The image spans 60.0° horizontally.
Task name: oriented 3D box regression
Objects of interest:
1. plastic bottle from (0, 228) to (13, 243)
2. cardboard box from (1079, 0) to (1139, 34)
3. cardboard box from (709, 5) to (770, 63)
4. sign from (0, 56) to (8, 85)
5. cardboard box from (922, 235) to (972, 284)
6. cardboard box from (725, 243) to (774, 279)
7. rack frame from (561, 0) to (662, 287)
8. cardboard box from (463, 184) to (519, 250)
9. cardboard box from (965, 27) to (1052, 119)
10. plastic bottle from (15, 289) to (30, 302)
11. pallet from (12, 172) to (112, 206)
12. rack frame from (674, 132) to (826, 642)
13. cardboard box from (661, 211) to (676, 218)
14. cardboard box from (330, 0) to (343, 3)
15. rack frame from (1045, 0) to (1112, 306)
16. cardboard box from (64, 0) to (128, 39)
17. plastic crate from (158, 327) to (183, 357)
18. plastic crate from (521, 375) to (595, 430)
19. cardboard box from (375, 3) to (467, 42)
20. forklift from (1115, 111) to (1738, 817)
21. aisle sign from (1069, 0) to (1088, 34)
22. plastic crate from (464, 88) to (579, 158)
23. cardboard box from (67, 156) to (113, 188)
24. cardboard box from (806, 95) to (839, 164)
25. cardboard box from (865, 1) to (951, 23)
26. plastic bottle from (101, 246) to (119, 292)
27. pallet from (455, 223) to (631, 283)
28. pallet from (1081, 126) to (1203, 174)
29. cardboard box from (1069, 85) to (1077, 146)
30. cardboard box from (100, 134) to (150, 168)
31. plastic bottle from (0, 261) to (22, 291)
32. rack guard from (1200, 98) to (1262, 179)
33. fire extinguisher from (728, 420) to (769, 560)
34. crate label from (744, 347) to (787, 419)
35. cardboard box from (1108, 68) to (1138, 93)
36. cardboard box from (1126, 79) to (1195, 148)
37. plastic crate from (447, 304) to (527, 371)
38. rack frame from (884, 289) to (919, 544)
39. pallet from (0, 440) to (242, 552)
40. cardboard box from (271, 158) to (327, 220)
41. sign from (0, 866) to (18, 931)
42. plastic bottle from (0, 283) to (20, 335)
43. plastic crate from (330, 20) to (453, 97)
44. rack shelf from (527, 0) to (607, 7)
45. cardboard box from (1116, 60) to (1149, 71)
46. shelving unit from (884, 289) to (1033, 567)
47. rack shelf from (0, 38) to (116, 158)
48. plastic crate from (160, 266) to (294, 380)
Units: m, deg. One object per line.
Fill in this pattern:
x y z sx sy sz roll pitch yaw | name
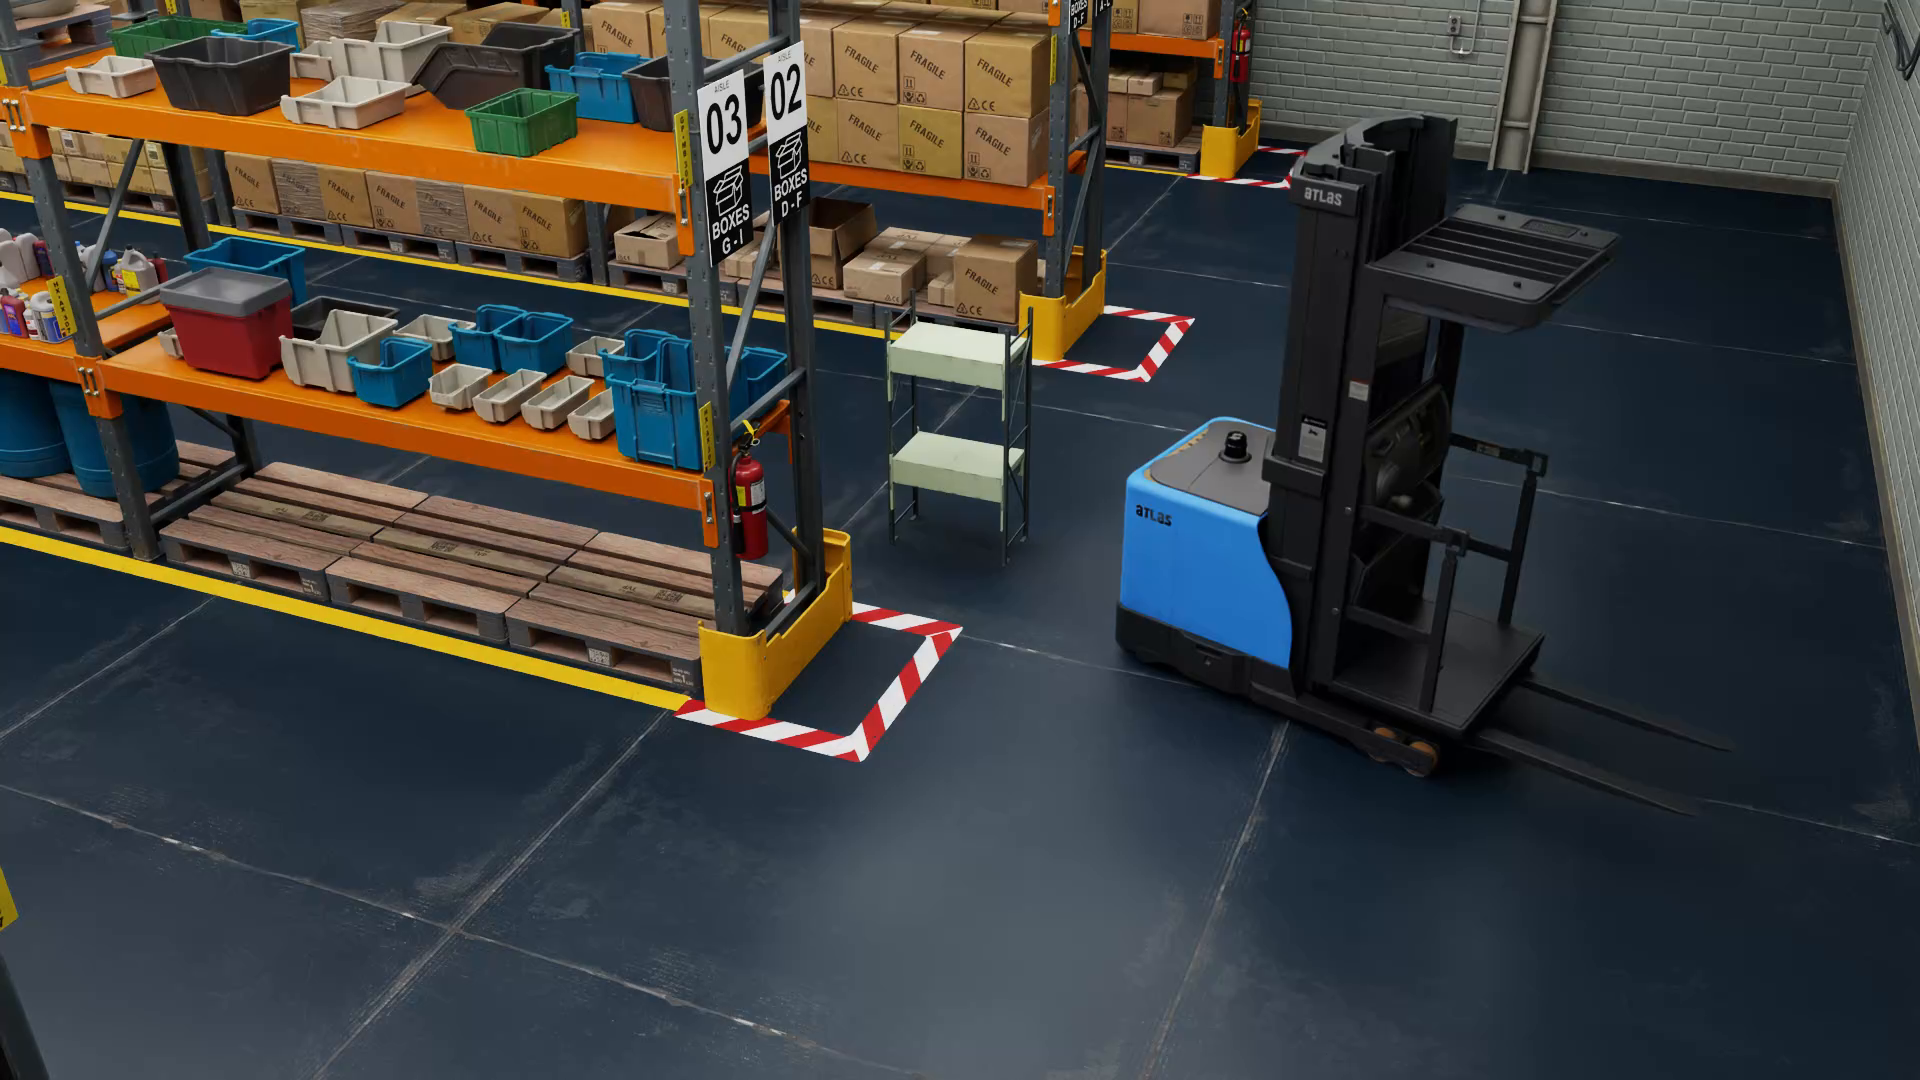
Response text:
-6.057 -1.825 10.468 0.135 0.276 0.152 11 31 19 | plastic bottle
1.578 -5.533 16.596 0.700 0.700 0.980 11 31 19 | cardboard box
-1.547 -3.736 12.605 0.500 0.500 0.500 10 31 18 | cardboard box
-4.907 -2.465 8.416 0.005 0.325 0.100 11 31 19 | sign
0.013 -2.240 13.424 0.500 0.250 0.500 11 31 19 | cardboard box
-1.720 -2.290 13.596 0.250 0.166 0.380 11 31 19 | cardboard box
-2.833 -3.663 13.594 0.127 3.000 1.000 11 31 19 | rack frame
-3.853 -2.823 14.200 0.500 0.500 0.500 11 31 19 | cardboard box
0.358 -3.359 11.938 0.500 0.500 0.500 11 31 19 | cardboard box
-5.494 -1.372 9.743 0.097 0.201 0.097 0 29 0 | plastic bottle
-8.414 -3.586 16.291 1.213 0.211 1.003 11 31 19 | pallet
-0.992 -0.666 8.290 0.127 3.000 1.000 11 31 19 | rack frame
-2.198 -2.791 14.143 0.500 0.500 0.500 11 31 19 | cardboard box
-7.289 -6.624 20.163 0.500 0.250 0.500 11 31 18 | cardboard box
0.874 -2.923 12.285 0.127 3.000 1.000 11 31 19 | rack frame
-8.100 -4.750 15.415 0.500 0.500 0.500 10 31 16 | cardboard box
-4.321 -1.166 9.382 0.243 0.136 0.396 11 31 19 | plastic crate
-2.079 -0.705 8.568 0.243 0.136 0.396 11 31 19 | plastic crate
-4.493 -4.188 13.995 0.500 0.500 0.700 4 30 6 | cardboard box
2.323 -0.418 7.921 3.031 2.935 1.130 21 35 32 | forklift
0.822 -3.903 11.376 0.004 0.787 0.394 11 31 19 | aisle sign
-2.013 -1.931 7.697 0.336 0.188 0.450 11 31 19 | plastic crate
-8.062 -3.563 15.785 0.500 0.250 0.500 12 32 20 | cardboard box
-1.053 -3.208 12.687 0.500 0.500 0.500 11 31 18 | cardboard box
-0.387 -3.793 12.705 0.500 0.500 0.500 12 32 20 | cardboard box
-5.206 -1.668 10.194 0.097 0.271 0.097 0 29 0 | plastic bottle
-3.601 -2.583 14.516 1.213 0.211 1.003 11 31 19 | pallet
1.962 -4.081 17.167 1.213 0.211 1.003 11 31 19 | pallet
0.562 -3.169 12.618 0.500 0.500 0.500 12 32 20 | cardboard box
-7.601 -3.711 15.476 0.500 0.311 0.500 11 31 18 | cardboard box
-5.619 -1.471 9.765 0.185 0.351 0.144 11 31 19 | plastic bottle
2.755 -4.090 16.890 0.348 0.500 1.175 11 31 19 | rack guard
-1.023 -0.234 7.985 0.183 0.674 0.296 11 31 19 | fire extinguisher
-1.097 -0.815 8.663 0.303 0.233 0.416 11 31 19 | crate label
1.622 -4.631 16.761 0.250 0.149 0.380 12 32 20 | cardboard box
2.047 -4.361 16.942 0.500 0.500 0.700 11 31 19 | cardboard box
-2.595 -1.114 9.192 0.300 0.233 0.416 11 31 19 | plastic crate
-0.345 -0.722 9.914 0.023 1.500 0.400 11 31 19 | rack frame
-5.398 -0.353 10.572 1.213 0.211 1.003 11 31 19 | pallet
-5.738 -3.198 14.864 0.500 0.500 0.500 10 31 17 | cardboard box
-2.640 0.930 4.508 0.005 0.325 0.100 11 31 19 | sign
-5.524 -1.345 9.618 0.135 0.276 0.152 11 31 19 | plastic bottle
-2.930 -2.471 8.556 0.530 0.282 0.437 11 31 19 | plastic crate
-2.827 -5.980 18.423 4.000 0.370 1.077 11 31 19 | rack shelf
1.768 -4.805 17.068 0.250 0.149 0.380 11 31 19 | cardboard box
-0.006 -0.654 9.794 0.755 1.500 0.431 11 31 19 | shelving unit
-6.552 -2.768 9.693 4.000 0.370 1.077 11 31 19 | rack shelf
-3.965 -1.180 9.075 0.583 0.464 0.402 11 31 19 | plastic crate
